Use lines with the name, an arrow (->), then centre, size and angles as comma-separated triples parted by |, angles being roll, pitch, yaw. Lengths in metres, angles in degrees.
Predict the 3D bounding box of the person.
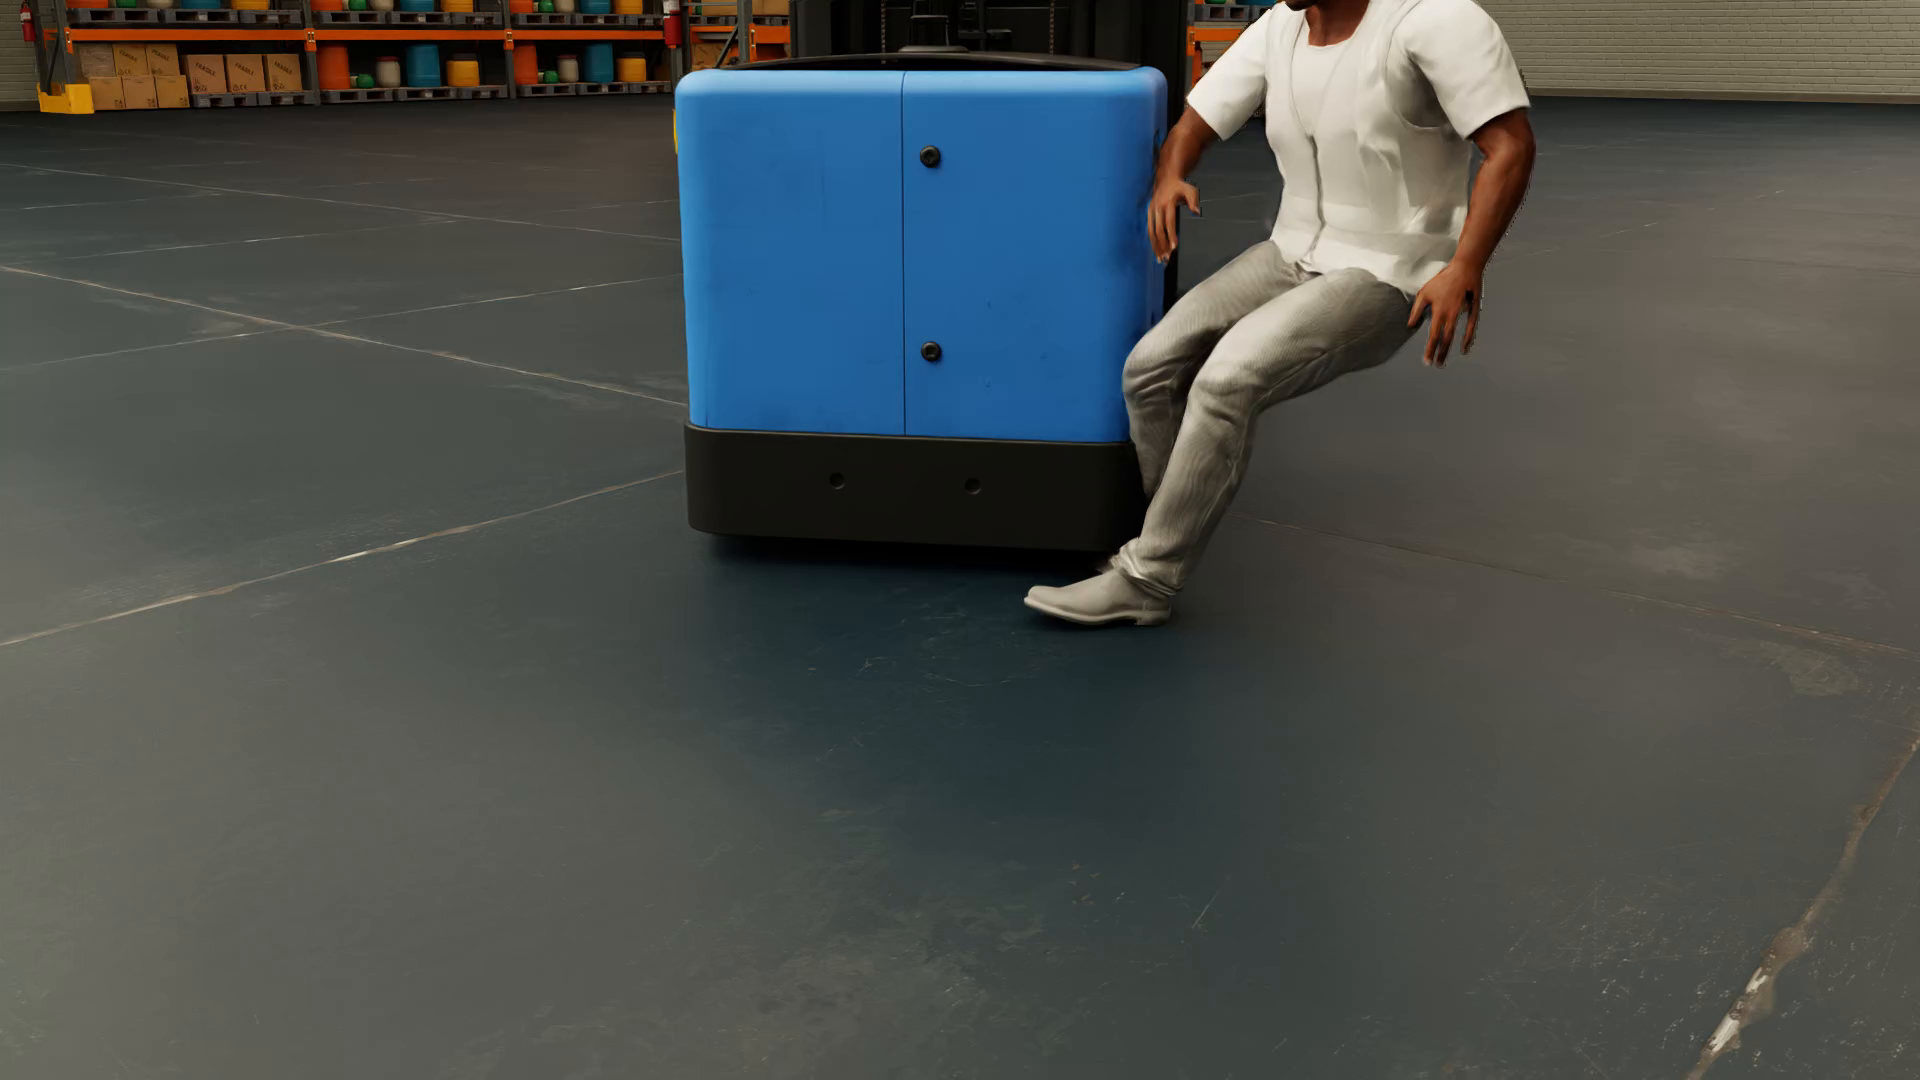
person -> 0.586, -0.551, 3.301 | 0.910, 1.550, 0.813 | -11, 20, -33

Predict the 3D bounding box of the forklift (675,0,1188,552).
forklift -> 0.114, -1.761, 4.696 | 1.130, 2.935, 3.031 | 3, 17, 8
